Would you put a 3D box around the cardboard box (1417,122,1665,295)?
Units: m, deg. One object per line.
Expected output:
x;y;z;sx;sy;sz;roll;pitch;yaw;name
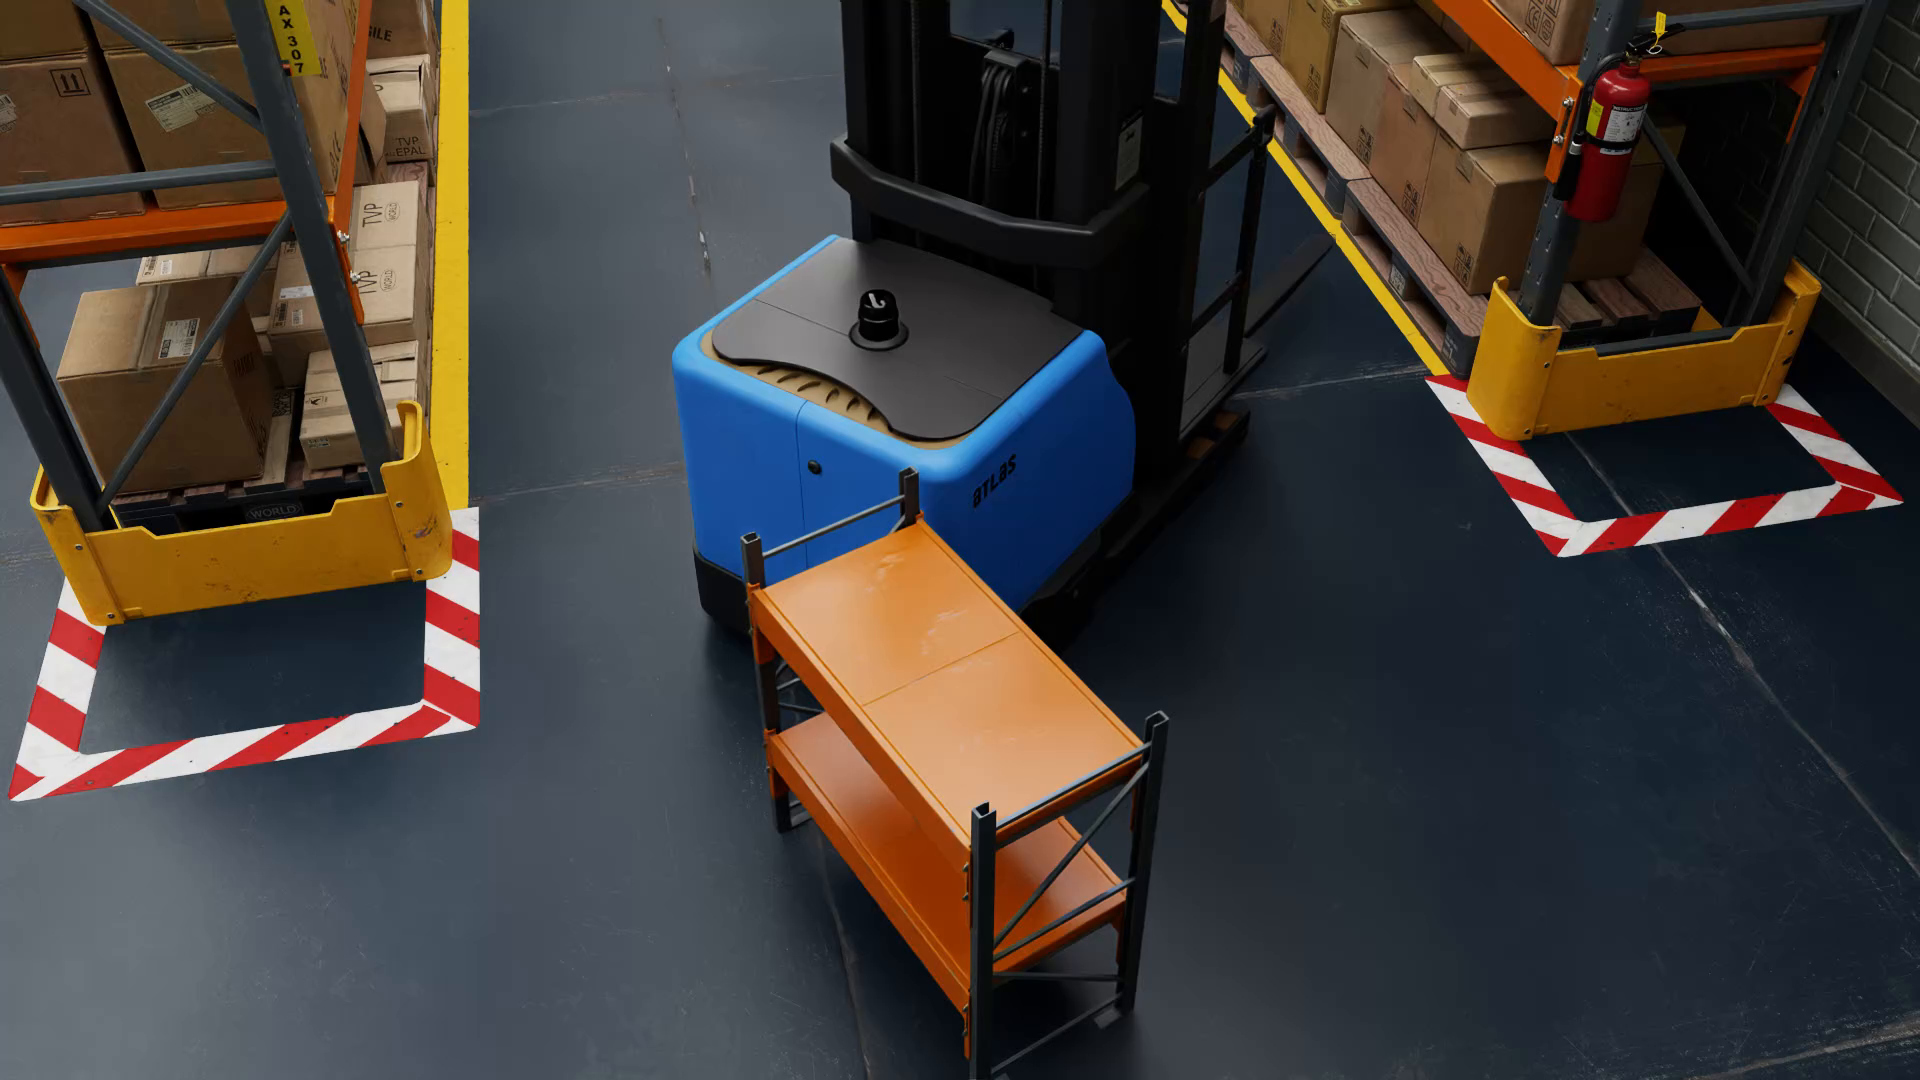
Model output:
2.279;-1.351;6.580;0.700;0.500;0.500;-8;42;-9;cardboard box

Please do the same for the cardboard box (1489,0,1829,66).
2.408;-2.131;5.665;0.980;0.700;0.700;-7;42;-7;cardboard box

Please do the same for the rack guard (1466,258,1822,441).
2.533;-0.739;6.206;1.175;0.500;0.348;-8;42;-9;rack guard

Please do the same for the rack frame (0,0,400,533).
-2.308;-0.978;4.592;1.000;3.000;0.127;-8;42;-9;rack frame

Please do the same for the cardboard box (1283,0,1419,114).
1.940;-2.346;7.700;0.700;0.500;0.500;-7;42;-8;cardboard box

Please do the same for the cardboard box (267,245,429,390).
-2.256;-0.831;6.167;0.500;0.250;0.500;-8;42;-9;cardboard box

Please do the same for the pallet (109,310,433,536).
-2.497;-0.501;6.155;1.003;0.211;1.213;-8;42;-9;pallet

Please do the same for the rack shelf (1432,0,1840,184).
2.096;-2.717;7.093;1.077;0.370;4.000;-8;42;-9;rack shelf

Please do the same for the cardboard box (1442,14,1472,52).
2.282;-2.197;7.044;0.380;0.149;0.250;-8;42;-9;cardboard box

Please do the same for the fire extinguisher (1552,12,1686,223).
2.110;-1.358;5.359;0.296;0.674;0.183;-8;42;-9;fire extinguisher

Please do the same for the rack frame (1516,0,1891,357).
2.528;-1.690;5.394;1.000;3.000;0.127;-8;42;-9;rack frame

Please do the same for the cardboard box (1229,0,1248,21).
1.726;-3.005;8.443;0.700;0.500;0.500;-8;42;-9;cardboard box

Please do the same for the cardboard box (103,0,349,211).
-2.146;-1.340;4.925;0.500;0.500;0.500;-8;42;-8;cardboard box

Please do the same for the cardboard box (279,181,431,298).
-2.364;-1.155;6.532;0.500;0.250;0.500;-8;42;-9;cardboard box

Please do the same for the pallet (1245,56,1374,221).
2.019;-1.943;7.780;1.003;0.211;1.213;-8;42;-9;pallet

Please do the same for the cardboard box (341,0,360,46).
-2.368;-2.000;5.668;0.500;0.500;0.500;-8;42;-9;cardboard box

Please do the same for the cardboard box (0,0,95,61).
-2.672;-1.638;4.507;0.500;0.500;0.500;-9;42;-10;cardboard box

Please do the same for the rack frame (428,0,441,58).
-3.171;-3.570;7.513;1.000;3.000;0.127;-8;42;-9;rack frame

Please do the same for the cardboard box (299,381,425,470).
-2.063;-0.397;5.753;0.380;0.149;0.250;-8;42;-9;cardboard box

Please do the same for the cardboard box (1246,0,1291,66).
1.831;-2.679;8.075;0.700;0.500;0.500;-9;42;-10;cardboard box

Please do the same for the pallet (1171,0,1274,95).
1.753;-2.736;8.673;1.003;0.211;1.213;-8;42;-9;pallet

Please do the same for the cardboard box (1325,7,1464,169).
2.062;-2.002;7.312;0.700;0.500;0.500;-10;42;-11;cardboard box

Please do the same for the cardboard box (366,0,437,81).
-2.771;-2.471;7.826;0.500;0.500;0.500;-8;42;-9;cardboard box

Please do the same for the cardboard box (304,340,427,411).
-2.117;-0.565;5.930;0.380;0.166;0.250;-8;42;-9;cardboard box

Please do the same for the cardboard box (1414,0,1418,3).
2.172;-2.527;7.416;0.380;0.149;0.250;-9;42;-10;cardboard box

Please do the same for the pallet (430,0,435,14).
-3.384;-3.049;9.026;1.003;0.211;1.213;-8;42;-9;pallet

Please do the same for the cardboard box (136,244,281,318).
-2.842;-1.051;6.414;0.500;0.250;0.500;-8;42;-9;cardboard box

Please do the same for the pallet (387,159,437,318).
-2.757;-1.290;7.044;1.003;0.211;1.213;-8;42;-9;pallet

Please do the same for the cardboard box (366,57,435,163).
-2.609;-1.915;7.341;0.500;0.311;0.500;-8;42;-9;cardboard box

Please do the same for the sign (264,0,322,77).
-1.778;-1.379;4.392;0.100;0.325;0.005;-8;42;-9;sign

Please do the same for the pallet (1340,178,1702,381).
2.279;-1.154;6.891;1.003;0.211;1.213;-8;42;-9;pallet

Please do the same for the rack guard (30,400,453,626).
-2.324;-0.092;5.477;1.175;0.500;0.348;-8;42;-9;rack guard

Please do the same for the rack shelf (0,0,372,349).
-2.740;-2.005;6.291;1.077;0.370;4.000;-8;42;-9;rack shelf

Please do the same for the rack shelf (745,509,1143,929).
-0.041;0.393;4.020;0.538;0.278;1.000;-24;47;-24;rack shelf

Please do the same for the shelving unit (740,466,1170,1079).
-0.041;0.611;4.214;0.538;1.125;1.048;-24;47;-24;shelving unit

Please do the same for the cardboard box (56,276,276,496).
-2.666;-0.524;5.633;0.500;0.500;0.500;-8;42;-9;cardboard box

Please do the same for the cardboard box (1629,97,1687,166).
2.502;-1.542;6.305;0.380;0.149;0.250;-8;42;-9;cardboard box

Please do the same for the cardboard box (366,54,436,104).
-2.632;-2.106;7.679;0.380;0.149;0.250;-8;42;-9;cardboard box

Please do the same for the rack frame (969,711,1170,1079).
0.240;0.893;3.897;0.500;1.125;0.032;-24;47;-24;rack frame

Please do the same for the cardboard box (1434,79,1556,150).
2.074;-1.651;6.429;0.380;0.149;0.250;-9;42;-10;cardboard box

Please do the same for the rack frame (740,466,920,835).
-0.322;0.330;4.531;0.500;1.125;0.032;-24;47;-24;rack frame

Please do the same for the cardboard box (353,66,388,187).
-2.761;-1.584;6.824;0.797;0.503;0.637;-8;42;-9;cardboard box

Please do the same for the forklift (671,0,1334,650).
0.401;-1.467;5.194;1.130;2.935;3.031;25;47;25;forklift

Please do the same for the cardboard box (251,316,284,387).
-2.665;-0.675;6.054;0.380;0.166;0.250;-8;42;-9;cardboard box

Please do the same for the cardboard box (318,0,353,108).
-2.263;-1.674;5.301;0.500;0.500;0.500;-9;42;-10;cardboard box

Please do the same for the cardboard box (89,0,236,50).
-2.146;-1.714;4.593;0.500;0.500;0.500;-7;42;-8;cardboard box

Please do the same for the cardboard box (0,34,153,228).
-2.670;-1.266;4.842;0.500;0.500;0.500;-7;42;-8;cardboard box

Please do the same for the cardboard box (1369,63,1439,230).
2.171;-1.676;6.945;0.700;0.500;0.500;-8;42;-9;cardboard box

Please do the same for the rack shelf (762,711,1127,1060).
-0.041;0.794;4.376;0.538;0.278;1.000;-24;47;-24;rack shelf

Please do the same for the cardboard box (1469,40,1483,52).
2.338;-2.032;6.858;0.380;0.149;0.250;-8;42;-9;cardboard box

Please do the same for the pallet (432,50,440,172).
-3.024;-2.082;7.937;1.003;0.211;1.213;-8;42;-9;pallet

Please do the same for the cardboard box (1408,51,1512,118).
2.018;-1.817;6.615;0.380;0.149;0.250;-7;42;-8;cardboard box

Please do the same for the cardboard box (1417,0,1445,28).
2.226;-2.363;7.231;0.380;0.149;0.250;-8;42;-9;cardboard box
